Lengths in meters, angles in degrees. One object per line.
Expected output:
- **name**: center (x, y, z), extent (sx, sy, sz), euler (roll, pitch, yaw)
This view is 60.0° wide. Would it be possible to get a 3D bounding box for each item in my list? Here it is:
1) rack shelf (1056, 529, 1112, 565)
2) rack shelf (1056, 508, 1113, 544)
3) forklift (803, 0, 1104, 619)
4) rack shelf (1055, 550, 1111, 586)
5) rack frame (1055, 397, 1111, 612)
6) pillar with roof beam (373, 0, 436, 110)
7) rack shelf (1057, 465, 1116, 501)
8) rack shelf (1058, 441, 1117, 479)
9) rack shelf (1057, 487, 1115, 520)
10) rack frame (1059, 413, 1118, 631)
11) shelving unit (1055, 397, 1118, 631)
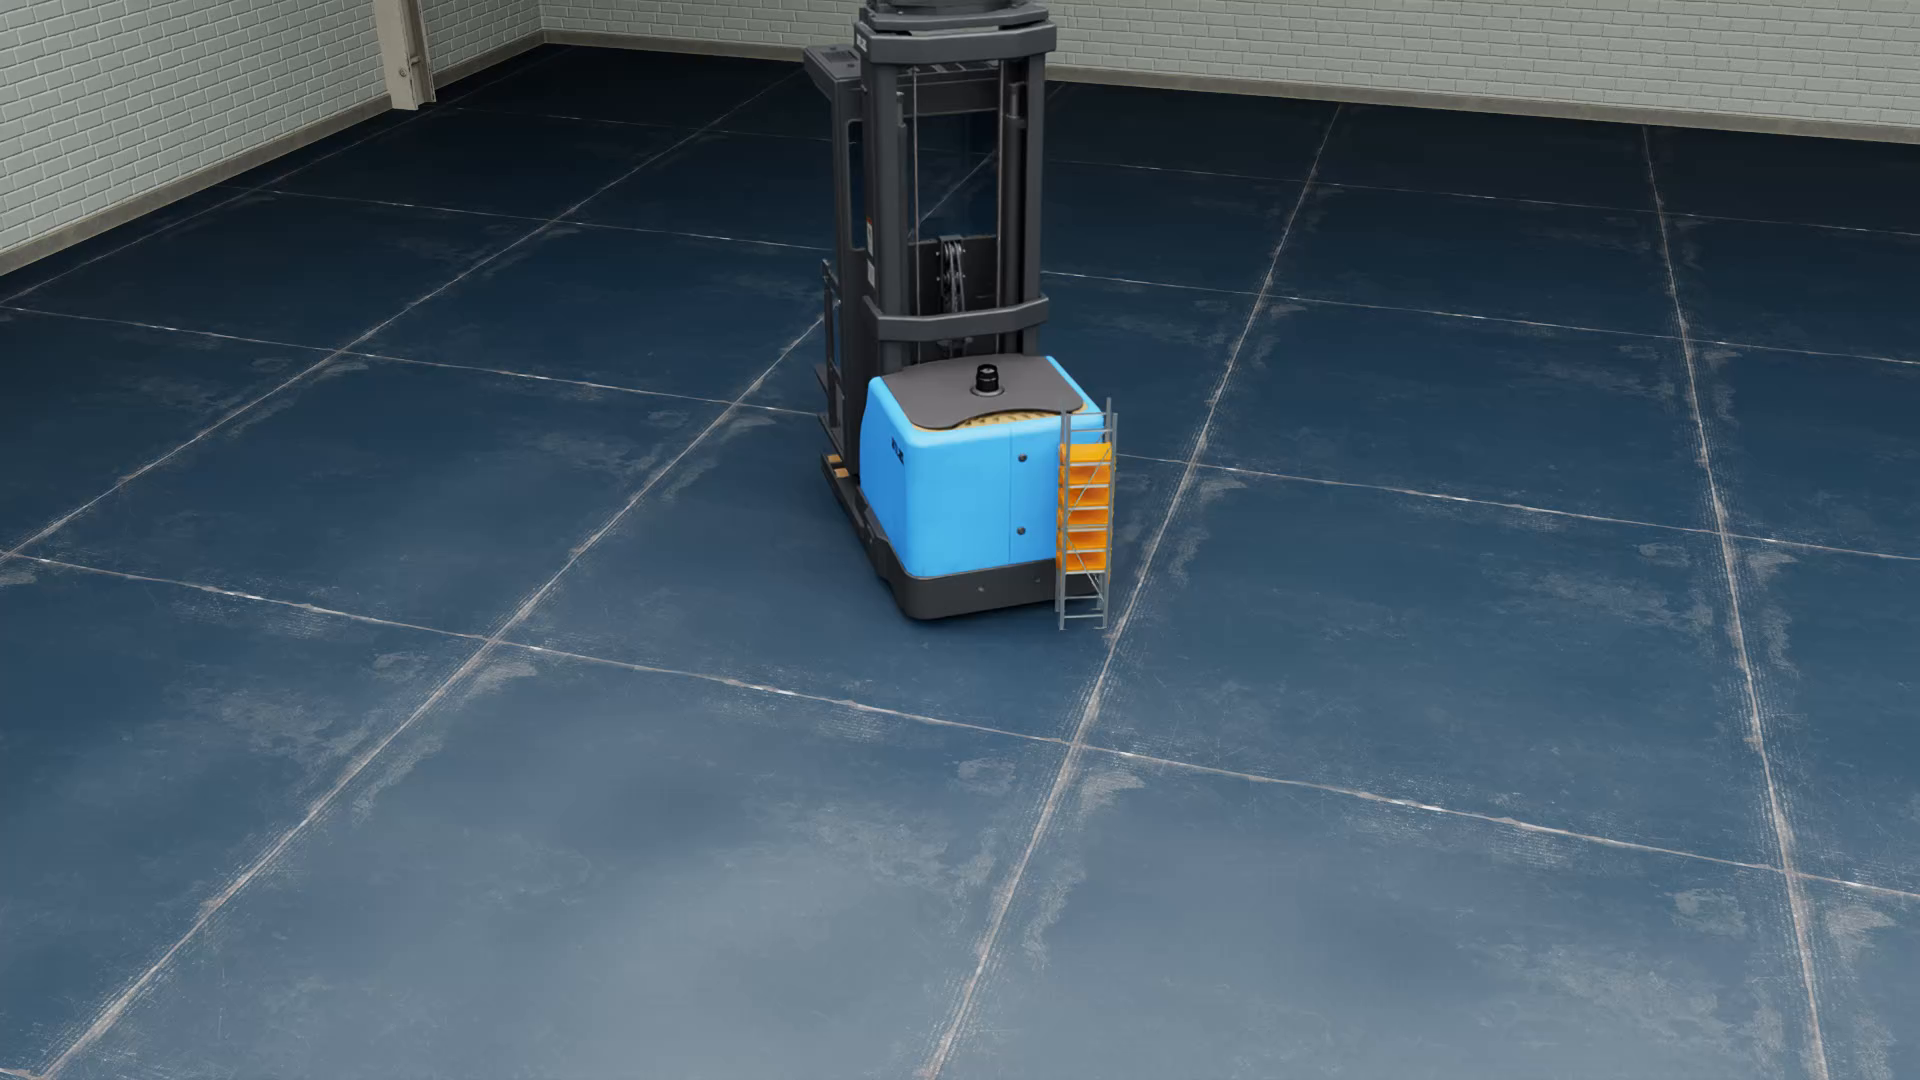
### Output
- **rack shelf**: center (0.616, 0.030, 8.299), extent (0.258, 0.103, 0.180), euler (-2, 29, -4)
- **rack shelf**: center (0.616, -0.074, 8.241), extent (0.258, 0.103, 0.180), euler (-2, 29, -4)
- **forklift**: center (-0.189, -1.583, 9.080), extent (1.130, 2.935, 3.031), euler (-8, 30, -15)
- **rack shelf**: center (0.616, 0.135, 8.358), extent (0.258, 0.103, 0.180), euler (-2, 29, -4)
- **rack frame**: center (0.609, -0.158, 8.299), extent (0.240, 1.200, 0.006), euler (-2, 29, -4)
- **pillar with roof beam**: center (-1.632, -7.899, 14.192), extent (9.100, 9.000, 0.400), euler (8, 30, 15)
- **rack shelf**: center (0.617, -0.284, 8.124), extent (0.258, 0.103, 0.180), euler (-2, 29, -4)
- **rack shelf**: center (0.617, -0.389, 8.066), extent (0.258, 0.103, 0.180), euler (-2, 29, -4)
- **rack shelf**: center (0.616, -0.179, 8.183), extent (0.258, 0.103, 0.180), euler (-2, 29, -4)
- **rack frame**: center (0.624, -0.069, 8.140), extent (0.240, 1.200, 0.006), euler (-2, 29, -4)
- **shelving unit**: center (0.616, -0.113, 8.219), extent (0.258, 1.200, 0.189), euler (-2, 29, -4)
